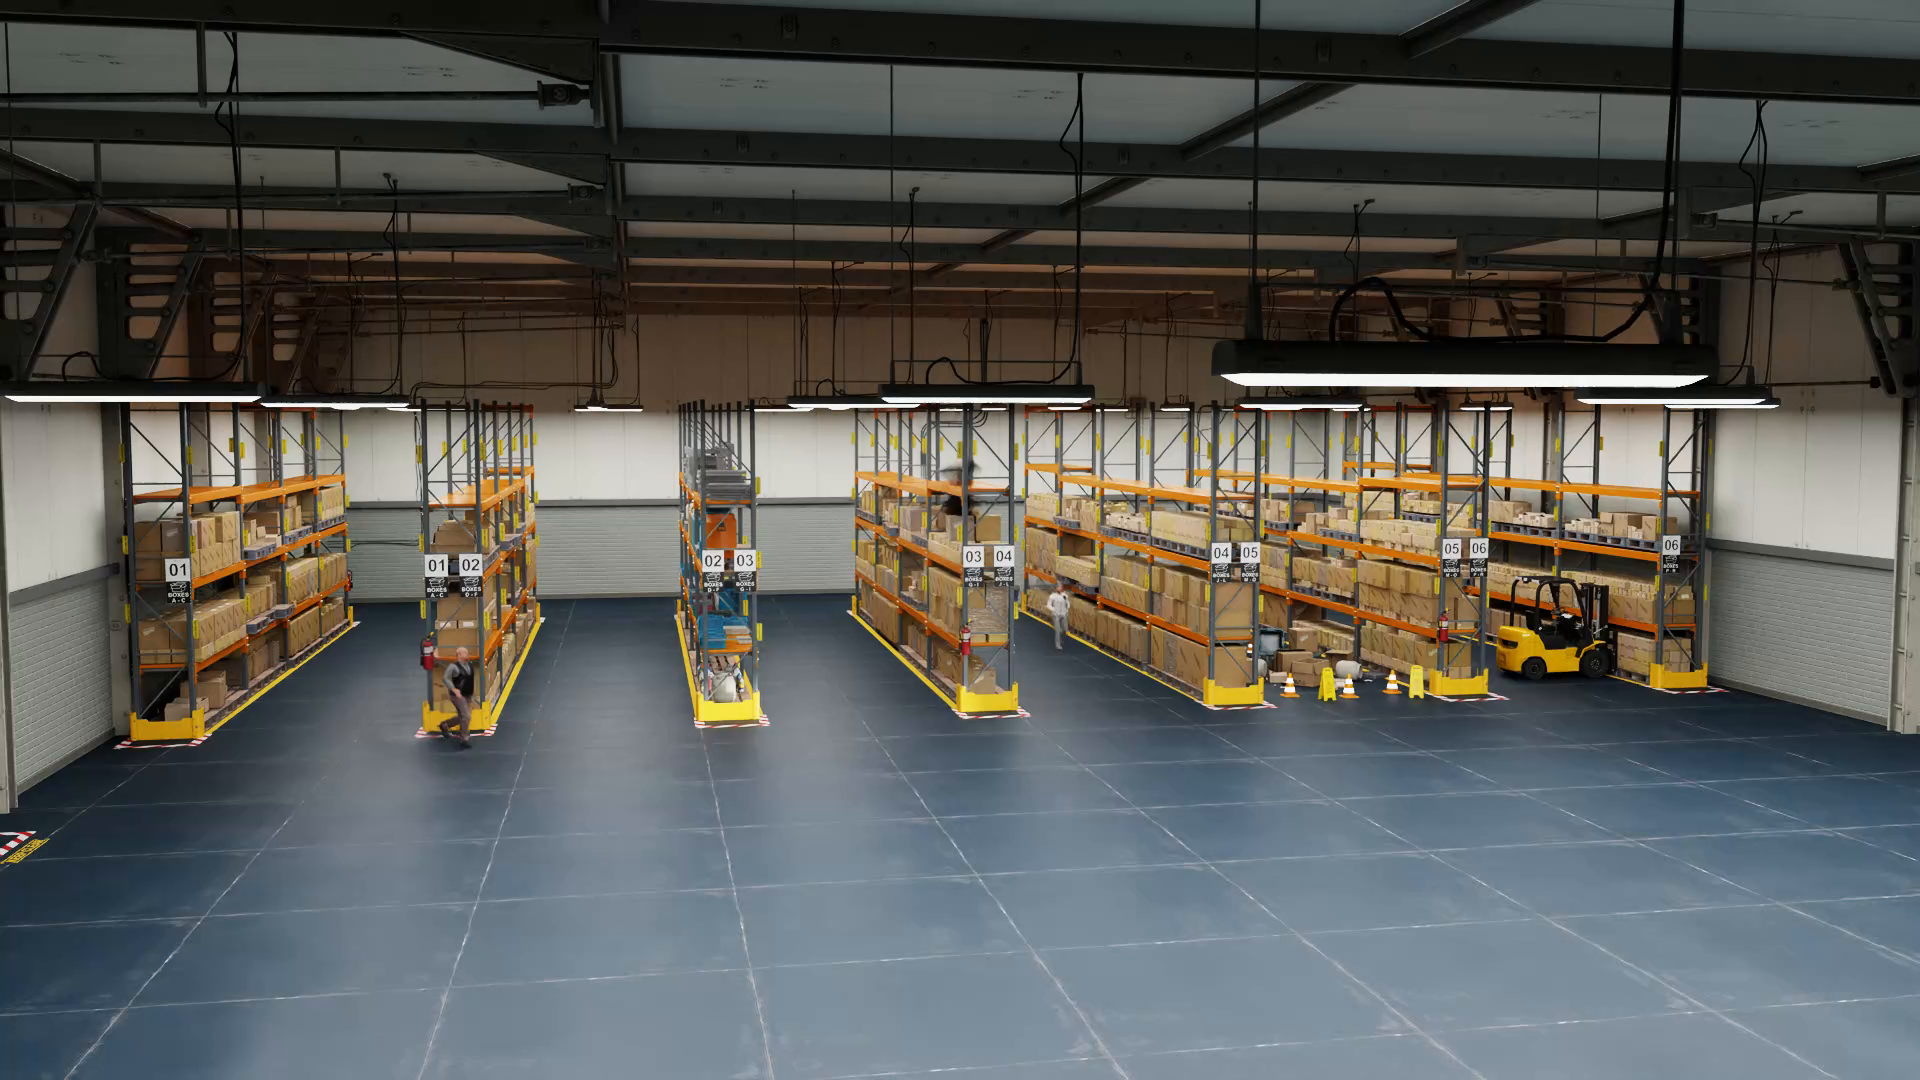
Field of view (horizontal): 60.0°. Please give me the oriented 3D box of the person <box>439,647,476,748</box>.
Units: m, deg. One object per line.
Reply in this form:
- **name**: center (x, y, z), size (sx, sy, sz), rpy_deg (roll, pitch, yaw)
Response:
- **person**: center (-8.682, 2.703, 28.774), size (0.790, 1.732, 0.671), rpy_deg (2, 5, 23)

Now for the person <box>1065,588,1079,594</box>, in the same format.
- **person**: center (3.370, 1.131, 49.520), size (0.765, 1.742, 0.634), rpy_deg (-3, 5, -38)

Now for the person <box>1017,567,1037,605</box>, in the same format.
- **person**: center (2.143, 1.092, 49.769), size (1.030, 1.775, 0.750), rpy_deg (-1, 5, -19)

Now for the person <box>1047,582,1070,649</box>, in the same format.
- **person**: center (2.426, 1.833, 40.615), size (0.611, 1.649, 0.569), rpy_deg (-1, 4, -14)
